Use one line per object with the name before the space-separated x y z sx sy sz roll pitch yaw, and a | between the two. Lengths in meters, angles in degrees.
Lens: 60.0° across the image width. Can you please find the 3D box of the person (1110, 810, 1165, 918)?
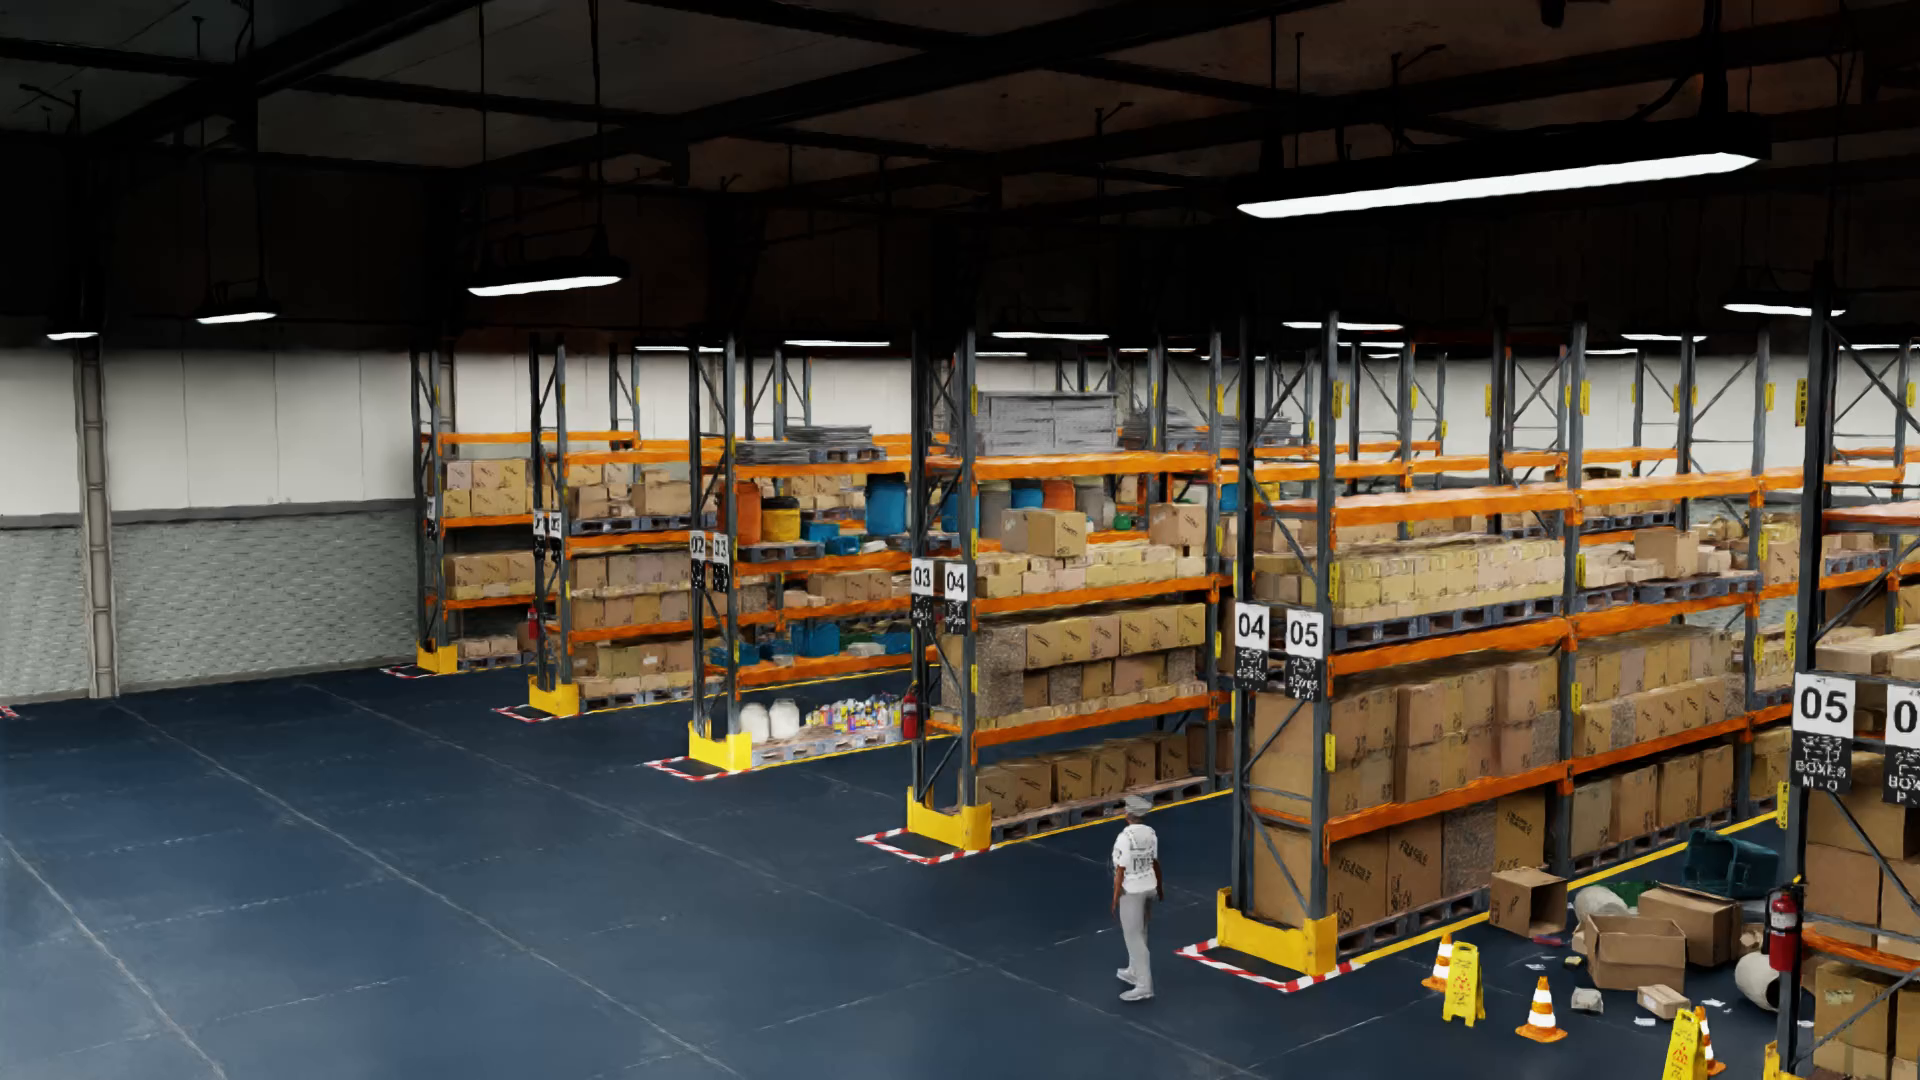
person | 1.529 2.699 14.237 0.622 0.991 0.336 -5 7 -45
